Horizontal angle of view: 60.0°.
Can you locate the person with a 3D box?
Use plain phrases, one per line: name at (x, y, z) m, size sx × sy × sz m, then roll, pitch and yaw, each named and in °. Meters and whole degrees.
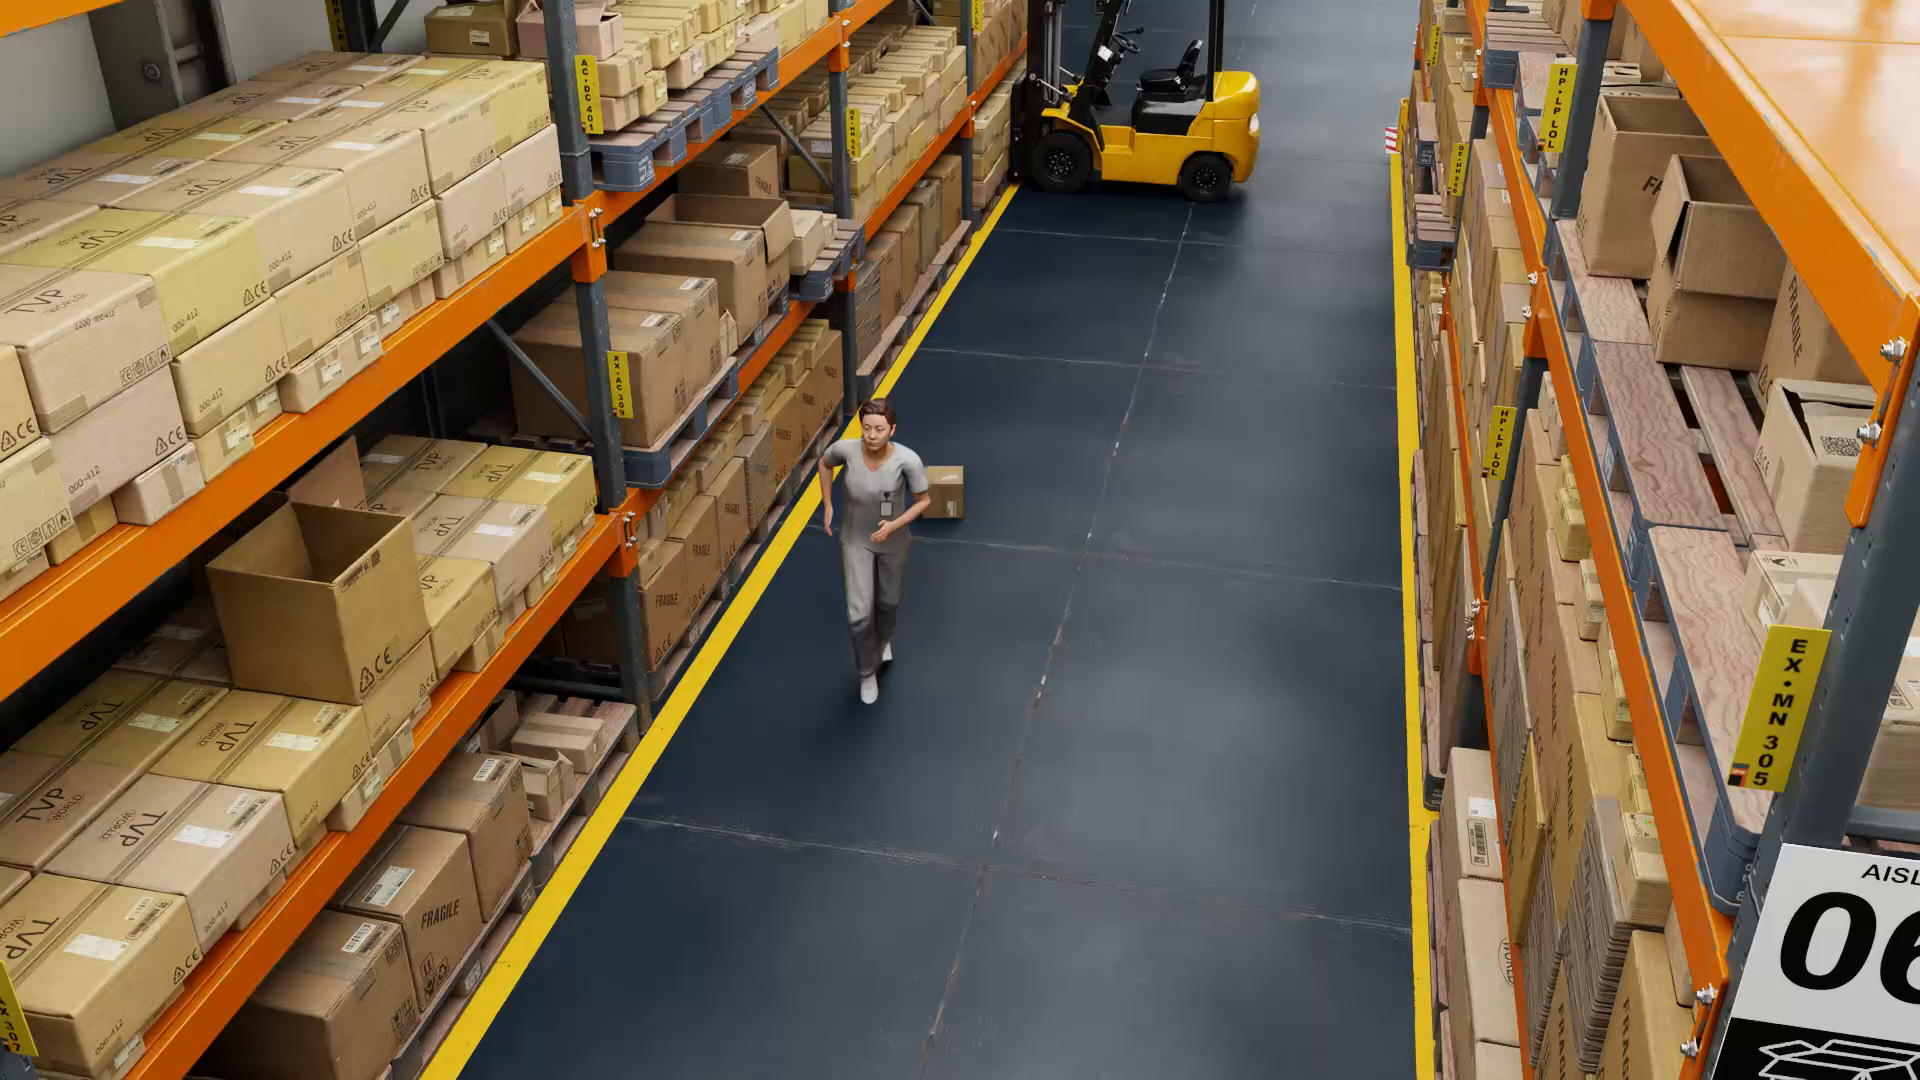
person at (-0.437, 0.024, 8.592) m, size 0.580 × 1.703 × 0.681 m, roll 0°, pitch 29°, yaw 0°
